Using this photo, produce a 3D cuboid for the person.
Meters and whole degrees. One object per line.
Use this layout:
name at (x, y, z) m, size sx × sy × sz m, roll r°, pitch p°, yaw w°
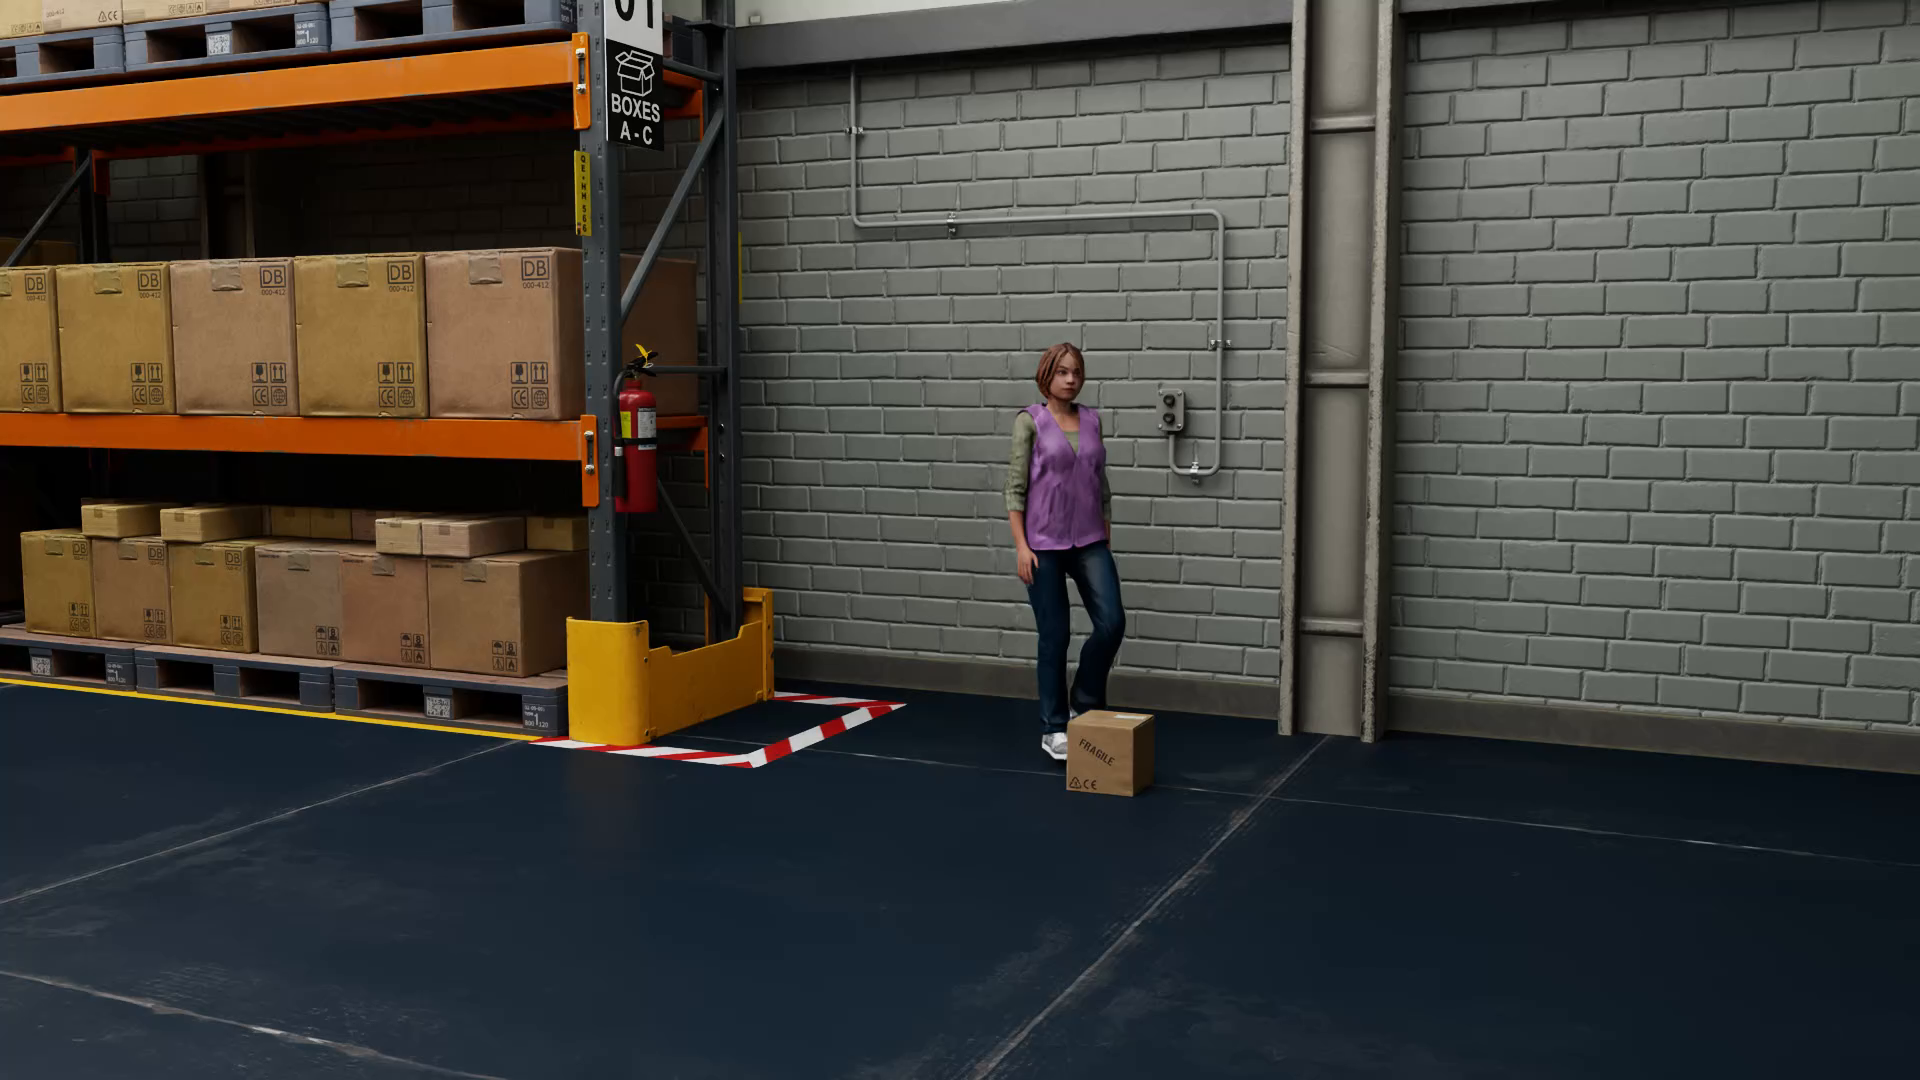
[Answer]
person at (0.402, 0.061, 6.322) m, size 0.465 × 1.603 × 0.405 m, roll -2°, pitch 6°, yaw -16°
